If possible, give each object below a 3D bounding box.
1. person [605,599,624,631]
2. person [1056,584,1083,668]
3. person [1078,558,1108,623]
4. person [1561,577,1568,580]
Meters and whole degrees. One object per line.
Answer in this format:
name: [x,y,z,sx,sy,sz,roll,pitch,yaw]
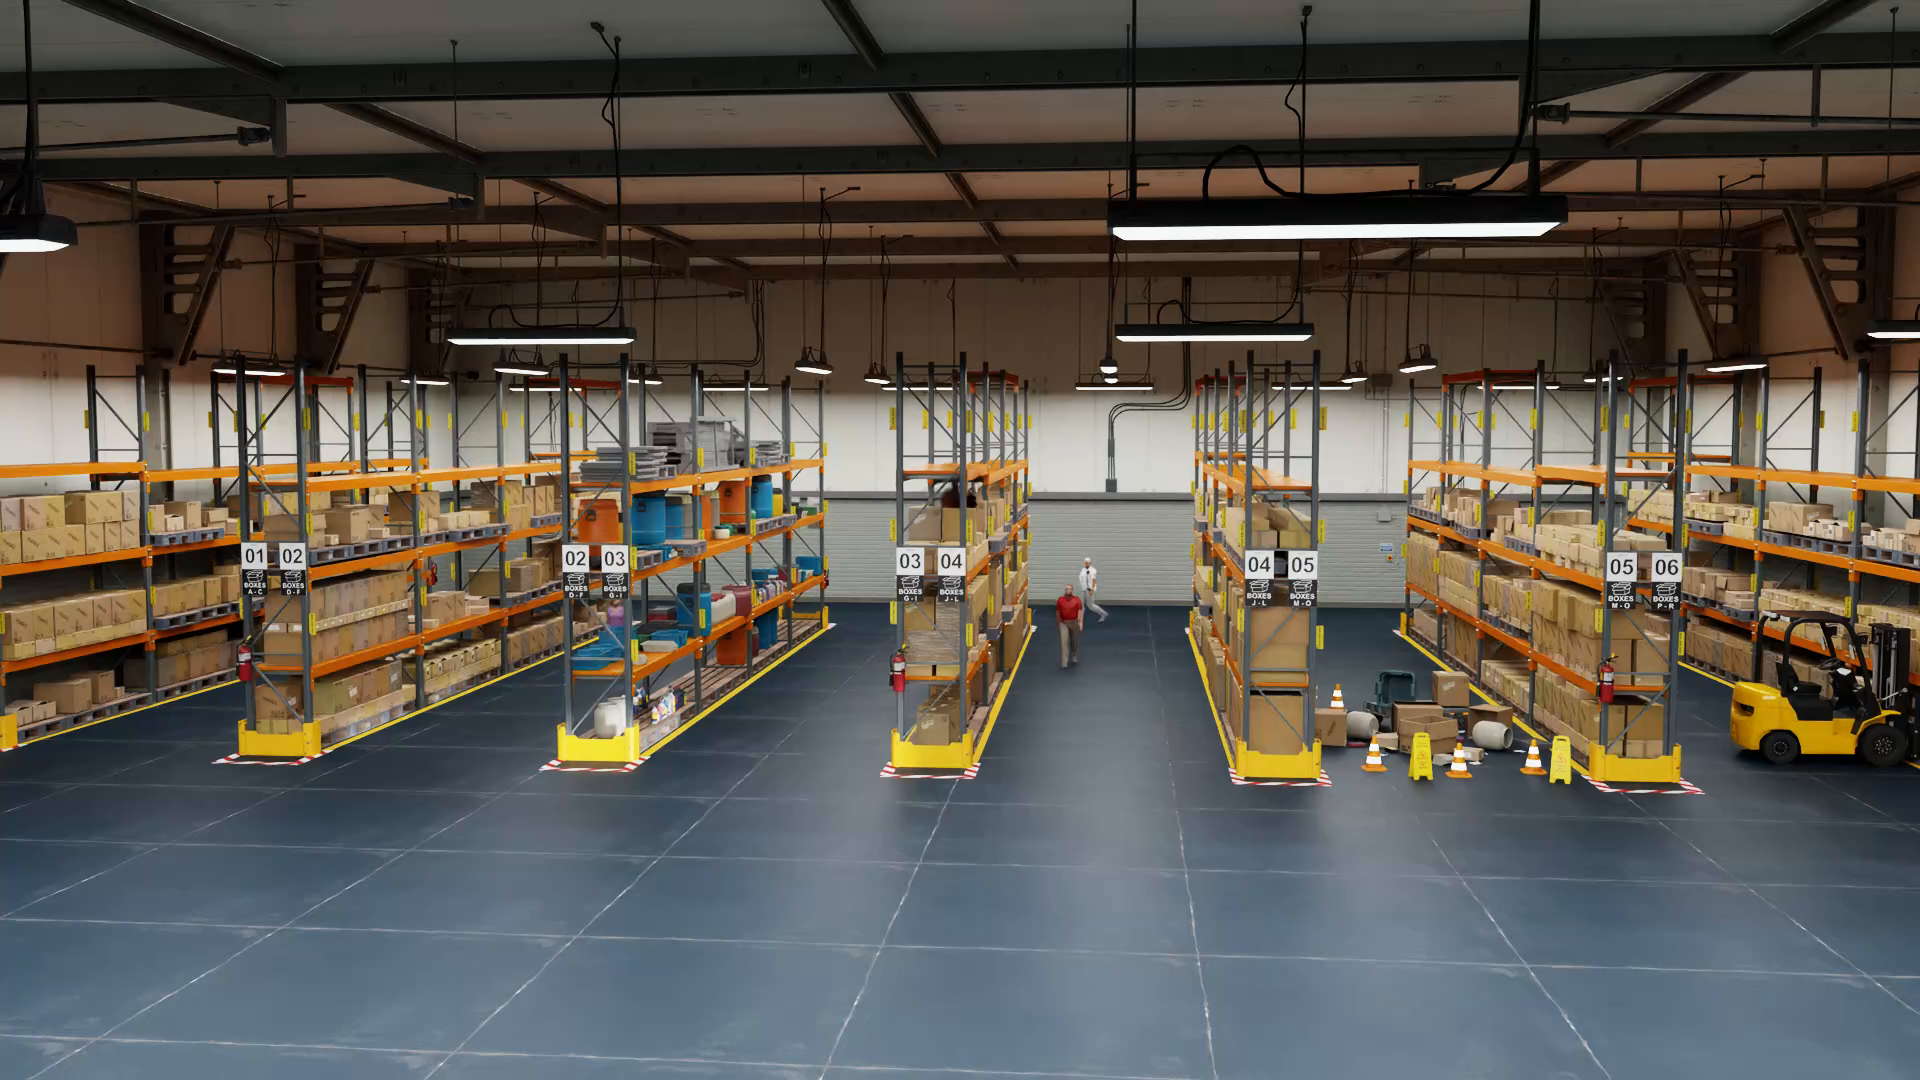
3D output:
person: [-6.839,1.858,33.081,0.448,1.558,0.703,0,4,0]
person: [2.235,1.744,33.989,0.563,1.677,1.021,0,4,3]
person: [3.203,1.250,41.198,0.863,1.635,0.505,-1,4,-9]
person: [13.265,1.569,36.584,0.578,1.674,0.518,0,4,2]
